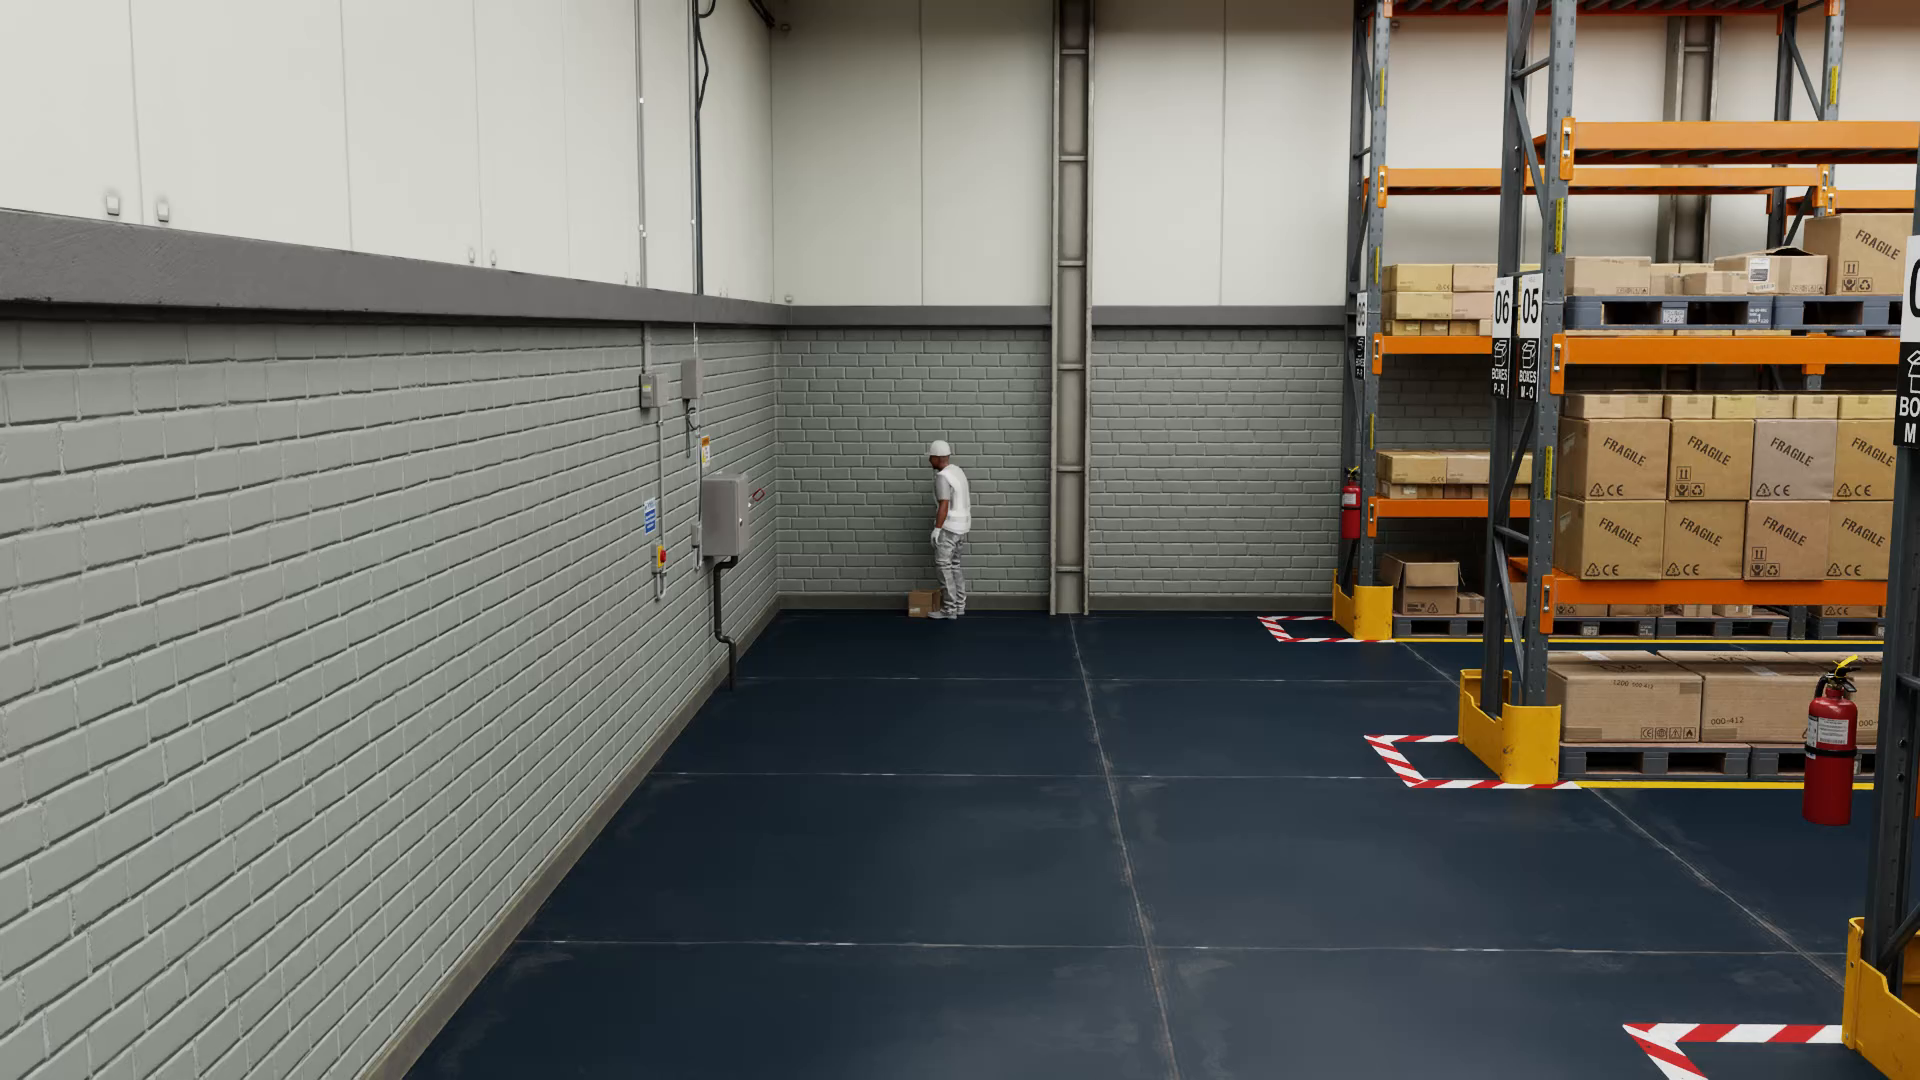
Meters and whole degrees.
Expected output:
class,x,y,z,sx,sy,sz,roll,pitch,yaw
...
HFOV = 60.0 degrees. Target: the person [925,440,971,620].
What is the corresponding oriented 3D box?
class,x,y,z,sx,sy,sz,roll,pitch,yaw
person,-0.130,-0.108,16.584,0.453,1.774,0.622,3,8,20
